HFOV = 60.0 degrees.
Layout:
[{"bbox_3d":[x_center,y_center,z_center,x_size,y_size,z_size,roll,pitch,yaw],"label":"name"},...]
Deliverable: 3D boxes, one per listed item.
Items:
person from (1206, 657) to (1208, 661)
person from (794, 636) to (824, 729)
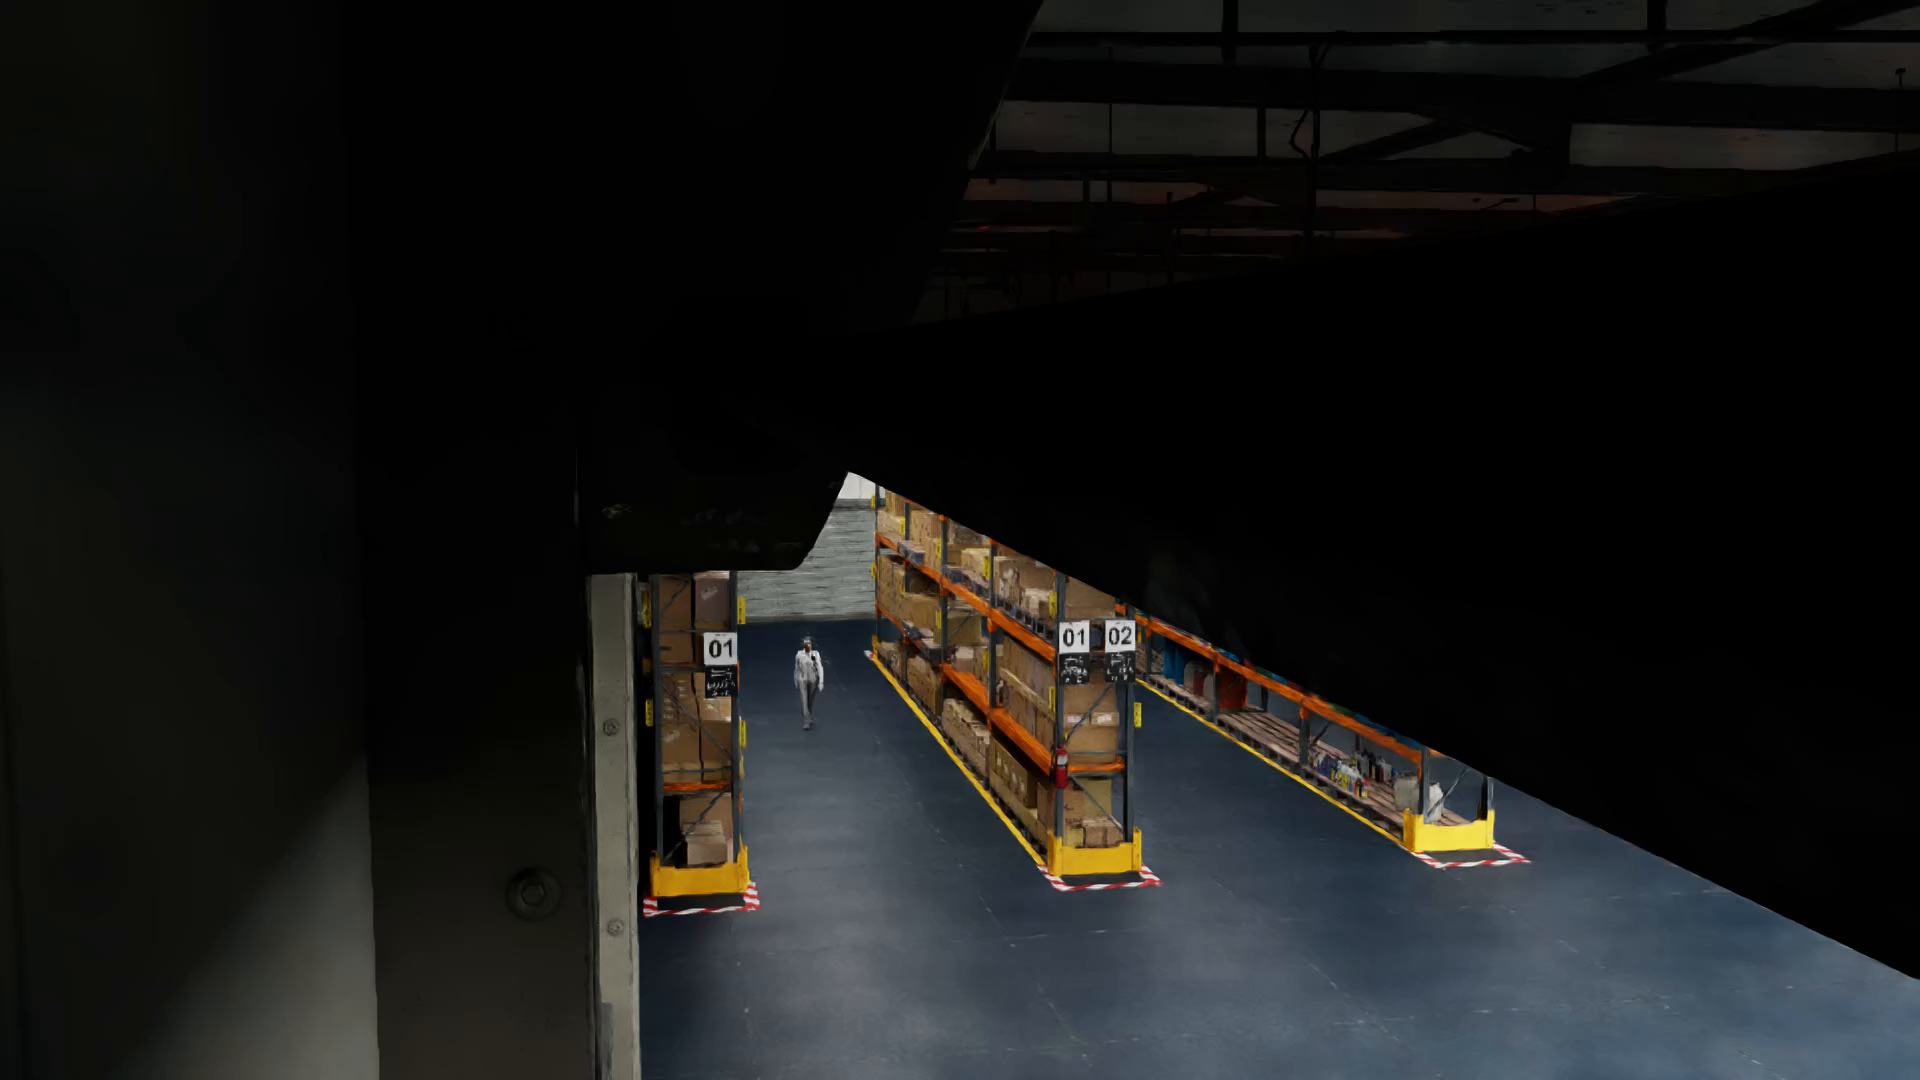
[{"bbox_3d":[5.334,1.903,34.634,0.680,1.756,0.686,-4,7,-32],"label":"person"},{"bbox_3d":[-2.678,2.487,29.514,0.502,1.624,0.997,-1,6,-12],"label":"person"}]
